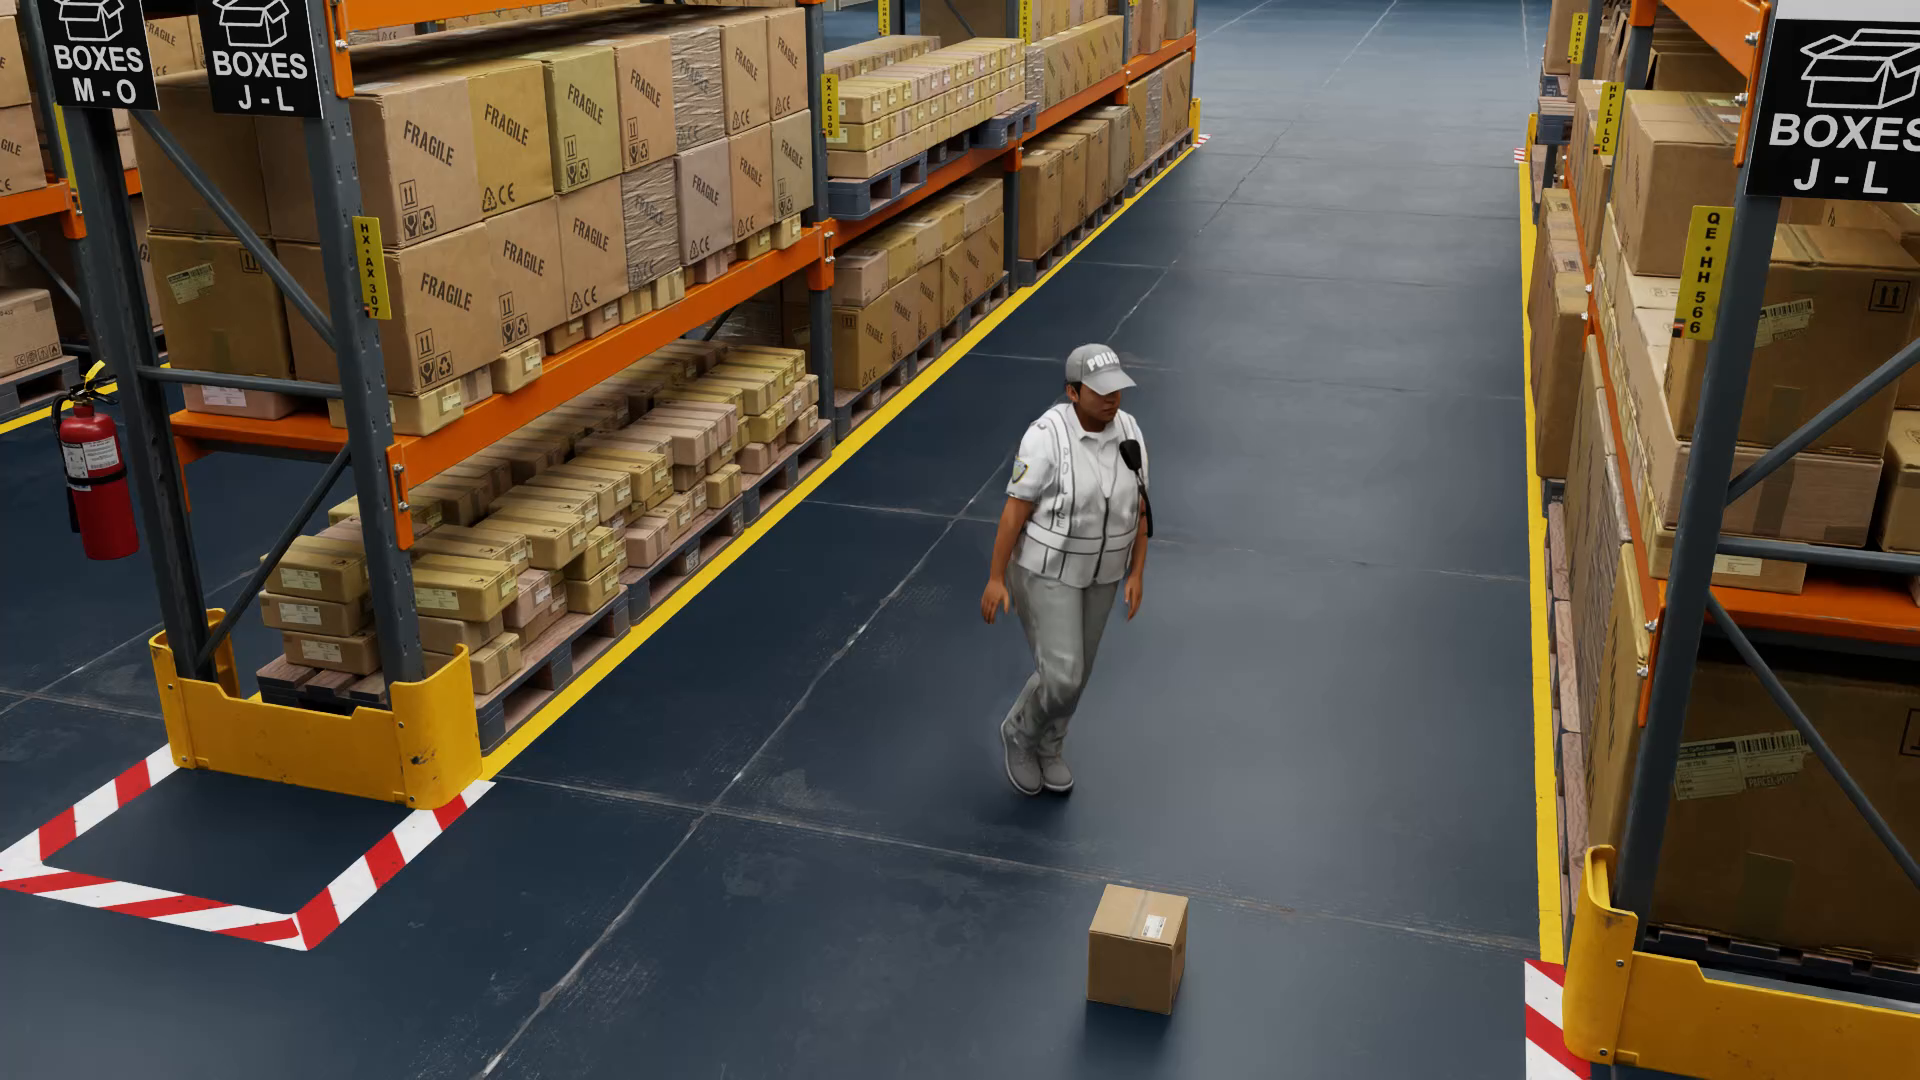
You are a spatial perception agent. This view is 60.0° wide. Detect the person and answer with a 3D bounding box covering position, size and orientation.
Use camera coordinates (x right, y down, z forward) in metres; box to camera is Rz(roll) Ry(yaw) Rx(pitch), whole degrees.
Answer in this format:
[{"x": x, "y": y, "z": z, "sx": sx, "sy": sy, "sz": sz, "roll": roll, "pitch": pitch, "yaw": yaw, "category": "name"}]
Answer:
[{"x": 0.365, "y": 0.128, "z": 5.737, "sx": 0.612, "sy": 1.651, "sz": 0.459, "roll": -12, "pitch": 25, "yaw": -26, "category": "person"}]
